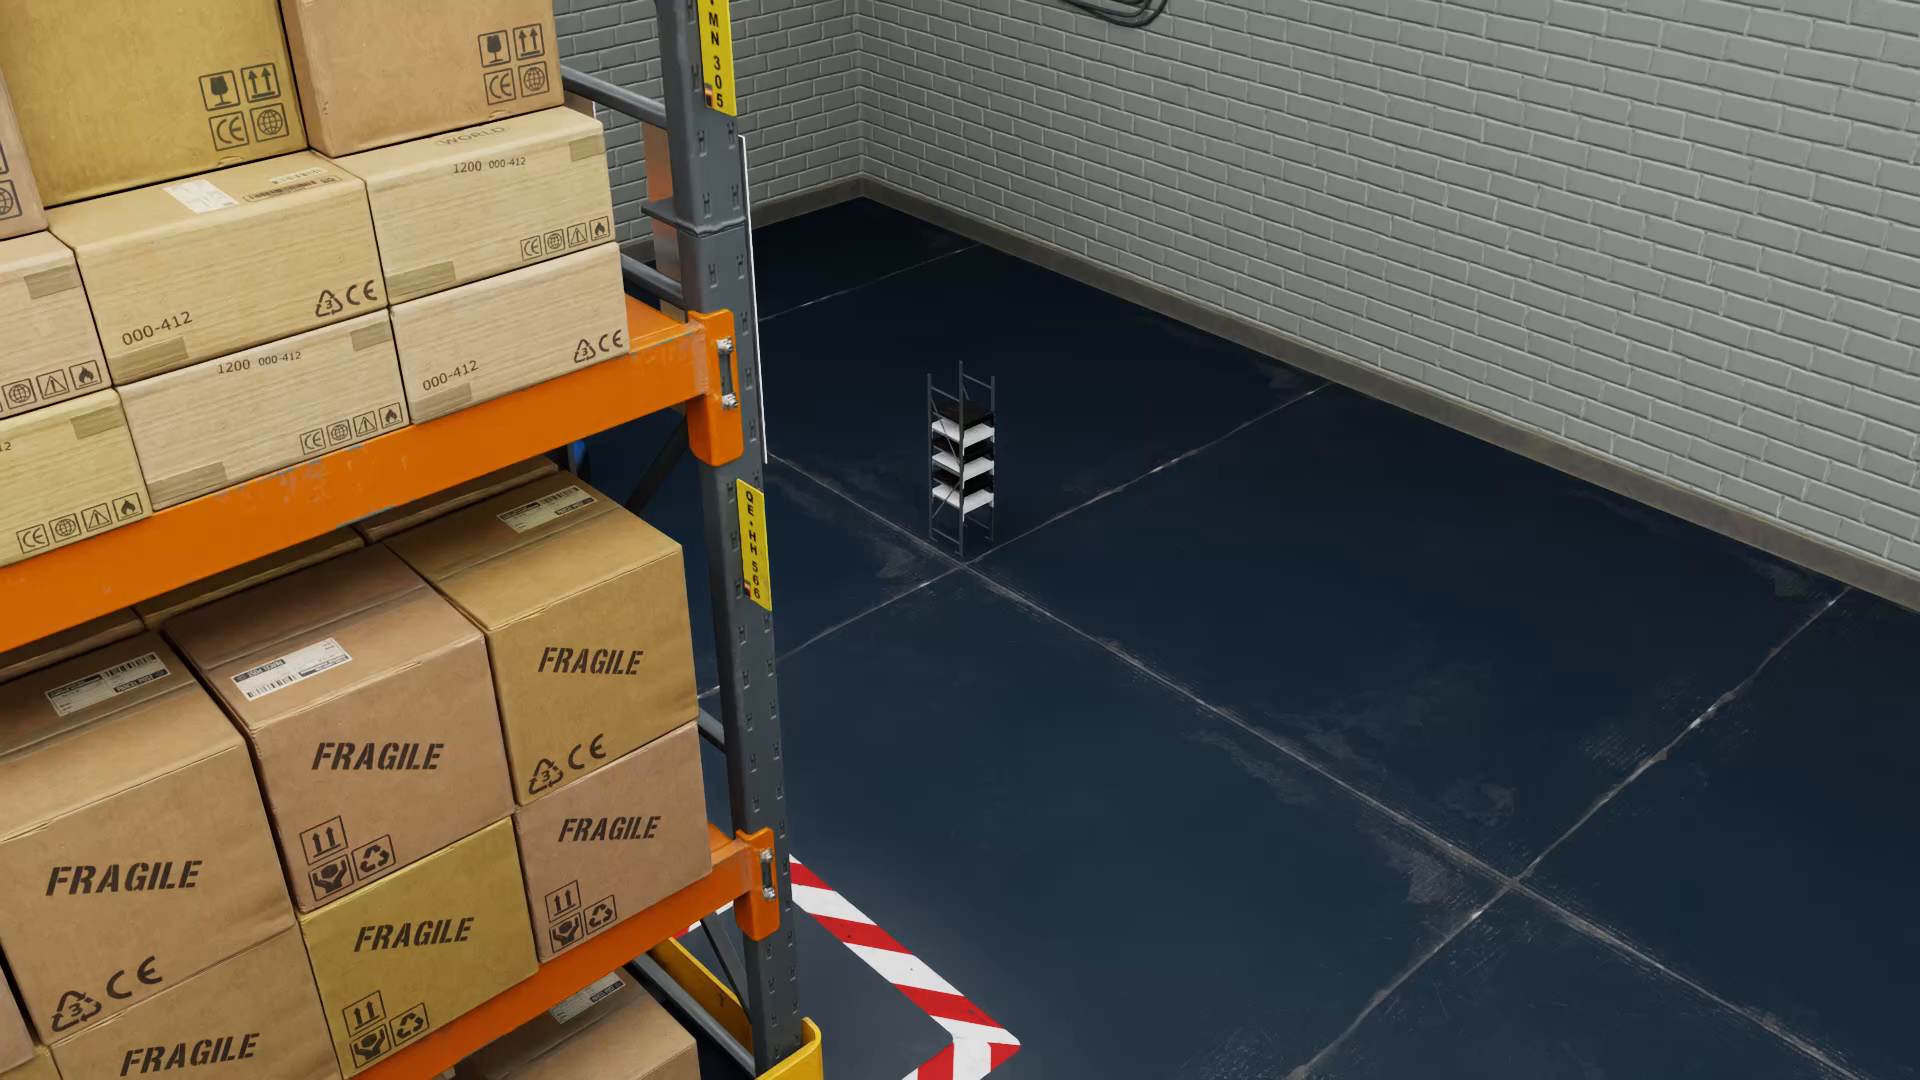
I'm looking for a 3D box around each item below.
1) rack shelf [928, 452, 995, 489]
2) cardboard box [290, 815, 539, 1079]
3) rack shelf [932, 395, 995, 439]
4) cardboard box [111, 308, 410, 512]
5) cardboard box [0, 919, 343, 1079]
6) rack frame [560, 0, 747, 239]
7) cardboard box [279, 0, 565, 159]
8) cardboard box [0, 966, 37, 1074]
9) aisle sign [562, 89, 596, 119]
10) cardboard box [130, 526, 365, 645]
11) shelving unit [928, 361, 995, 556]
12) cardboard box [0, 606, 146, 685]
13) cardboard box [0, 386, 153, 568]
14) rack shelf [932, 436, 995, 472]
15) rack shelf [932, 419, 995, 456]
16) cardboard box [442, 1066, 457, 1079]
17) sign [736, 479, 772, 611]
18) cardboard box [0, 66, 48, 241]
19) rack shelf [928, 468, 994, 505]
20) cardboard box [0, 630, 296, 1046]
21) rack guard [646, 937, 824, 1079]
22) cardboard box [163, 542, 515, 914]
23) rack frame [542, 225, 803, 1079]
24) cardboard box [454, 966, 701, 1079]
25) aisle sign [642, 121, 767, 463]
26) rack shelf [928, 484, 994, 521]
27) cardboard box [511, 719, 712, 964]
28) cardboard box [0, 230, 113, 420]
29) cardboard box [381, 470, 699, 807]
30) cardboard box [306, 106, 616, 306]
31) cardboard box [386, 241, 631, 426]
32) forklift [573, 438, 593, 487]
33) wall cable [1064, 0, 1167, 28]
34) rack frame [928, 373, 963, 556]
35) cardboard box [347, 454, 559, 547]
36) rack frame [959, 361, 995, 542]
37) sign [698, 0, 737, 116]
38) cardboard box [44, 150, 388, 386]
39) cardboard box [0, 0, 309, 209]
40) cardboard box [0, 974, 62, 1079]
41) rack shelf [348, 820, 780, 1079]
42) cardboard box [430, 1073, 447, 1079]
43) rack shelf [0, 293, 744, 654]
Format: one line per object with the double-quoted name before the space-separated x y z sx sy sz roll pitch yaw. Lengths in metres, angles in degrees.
"rack shelf" 0.006 -0.358 8.037 0.200 0.077 0.258 -26 40 -35
"cardboard box" -1.371 0.829 3.923 0.500 0.500 0.500 -25 40 -35
"rack shelf" 0.006 -0.589 7.896 0.200 0.077 0.258 -26 40 -35
"cardboard box" -1.422 -0.336 3.192 0.500 0.250 0.500 -26 40 -35
"cardboard box" -1.741 1.004 3.637 0.500 0.500 0.500 -25 40 -35
"rack frame" -0.850 -2.136 3.117 0.127 3.000 1.000 -26 40 -35
"cardboard box" -1.216 -1.137 3.304 0.500 0.500 0.700 -26 40 -35
"cardboard box" -2.113 0.765 3.070 0.500 0.500 0.500 -24 39 -34
"aisle sign" -1.000 -0.822 4.227 0.004 0.787 0.394 -26 40 -35
"cardboard box" -1.733 0.199 3.995 0.500 0.500 0.500 -25 40 -35
"shelving unit" 0.006 -0.387 8.020 0.210 0.900 0.258 -26 40 -35
"cardboard box" -2.103 0.375 3.707 0.500 0.500 0.500 -25 39 -35
"cardboard box" -1.779 -0.154 2.894 0.500 0.250 0.500 -26 40 -35
"rack shelf" 0.006 -0.435 7.990 0.200 0.077 0.258 -26 40 -35
"rack shelf" 0.006 -0.512 7.943 0.200 0.077 0.258 -26 40 -35
"cardboard box" -1.574 1.550 5.133 0.250 0.166 0.380 -26 40 -35
"sign" -0.487 0.014 3.939 0.005 0.325 0.100 -26 40 -35
"cardboard box" -1.934 -0.774 2.710 0.500 0.500 0.700 -26 40 -35
"rack shelf" 0.006 -0.282 8.084 0.200 0.077 0.258 -26 40 -35
"cardboard box" -1.736 0.583 3.368 0.500 0.500 0.500 -25 39 -34
"rack guard" -0.906 1.517 5.290 0.348 0.500 1.175 -26 40 -35
"cardboard box" -1.359 0.397 3.671 0.500 0.500 0.500 -25 39 -34
"rack frame" -0.850 0.424 4.682 0.127 3.000 1.000 -26 40 -35
"cardboard box" -1.081 1.589 4.750 0.500 0.500 0.500 -26 40 -35
"aisle sign" -0.592 -0.593 3.852 0.004 0.787 0.394 -26 40 -35
"rack shelf" 0.006 -0.205 8.131 0.200 0.077 0.258 -26 40 -35
"cardboard box" -0.993 0.644 4.226 0.500 0.500 0.500 -24 39 -34
"cardboard box" -1.789 -0.372 2.773 0.500 0.250 0.500 -26 40 -35
"cardboard box" -0.989 0.217 3.965 0.500 0.500 0.500 -26 40 -36
"cardboard box" -1.053 -0.726 3.351 0.500 0.250 0.500 -26 40 -35
"cardboard box" -1.047 -0.509 3.476 0.500 0.250 0.500 -26 40 -35
"forklift" -3.397 -1.226 7.446 3.031 2.935 1.130 -1 31 -1
"wall cable" 0.169 -4.574 10.081 0.112 2.526 3.097 -26 40 -35
"rack frame" -0.069 -0.351 7.961 0.006 0.900 0.240 -26 40 -35
"cardboard box" -1.355 0.011 4.303 0.500 0.500 0.500 -24 39 -34
"rack frame" 0.081 -0.423 8.079 0.006 0.900 0.240 -26 40 -35
"sign" -0.487 -1.014 3.310 0.005 0.325 0.100 -26 40 -35
"cardboard box" -1.420 -0.548 3.060 0.500 0.250 0.500 -26 40 -35
"cardboard box" -1.640 -0.992 3.067 0.500 0.500 0.700 -26 40 -35
"cardboard box" -2.111 1.183 3.344 0.500 0.500 0.500 -26 40 -36
"rack shelf" -2.317 1.440 3.709 4.000 0.370 1.077 -26 40 -35
"cardboard box" -1.808 1.671 4.857 0.500 0.250 0.500 -26 40 -35
"rack shelf" -2.317 0.160 2.927 4.000 0.370 1.077 -26 40 -35
